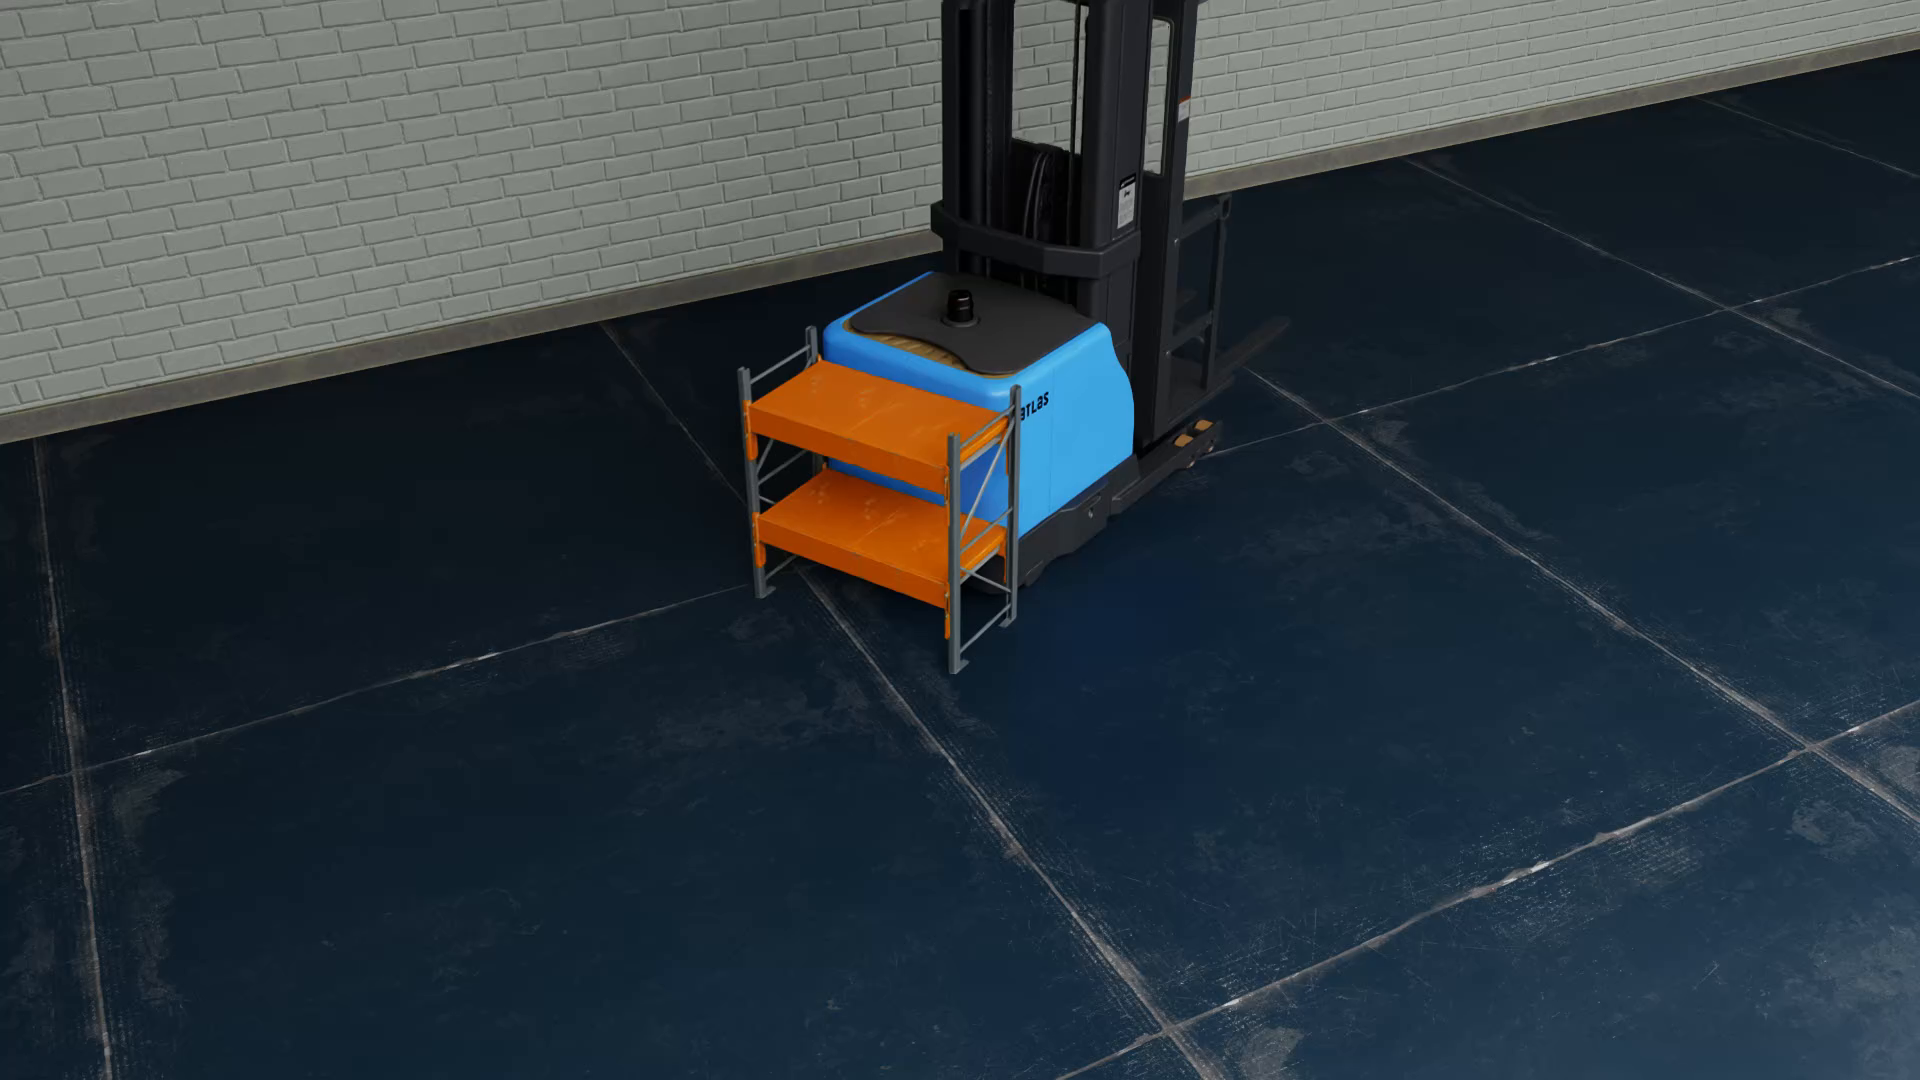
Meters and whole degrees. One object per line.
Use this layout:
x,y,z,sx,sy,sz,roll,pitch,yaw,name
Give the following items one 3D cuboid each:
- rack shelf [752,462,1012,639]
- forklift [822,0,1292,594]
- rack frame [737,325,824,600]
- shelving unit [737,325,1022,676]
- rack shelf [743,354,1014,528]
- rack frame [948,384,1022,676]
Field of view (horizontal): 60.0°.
-0.329,0.028,7.117,1.000,0.278,0.538,19,37,27,rack shelf
0.672,-1.736,7.742,1.130,2.935,3.031,22,39,30,forklift
-0.758,-0.326,7.216,0.032,1.125,0.500,19,37,27,rack frame
-0.329,-0.178,6.985,1.048,1.125,0.538,19,37,27,shelving unit
-0.329,-0.425,6.827,1.000,0.278,0.538,19,37,27,rack shelf
0.099,-0.031,6.755,0.032,1.125,0.500,19,37,27,rack frame
